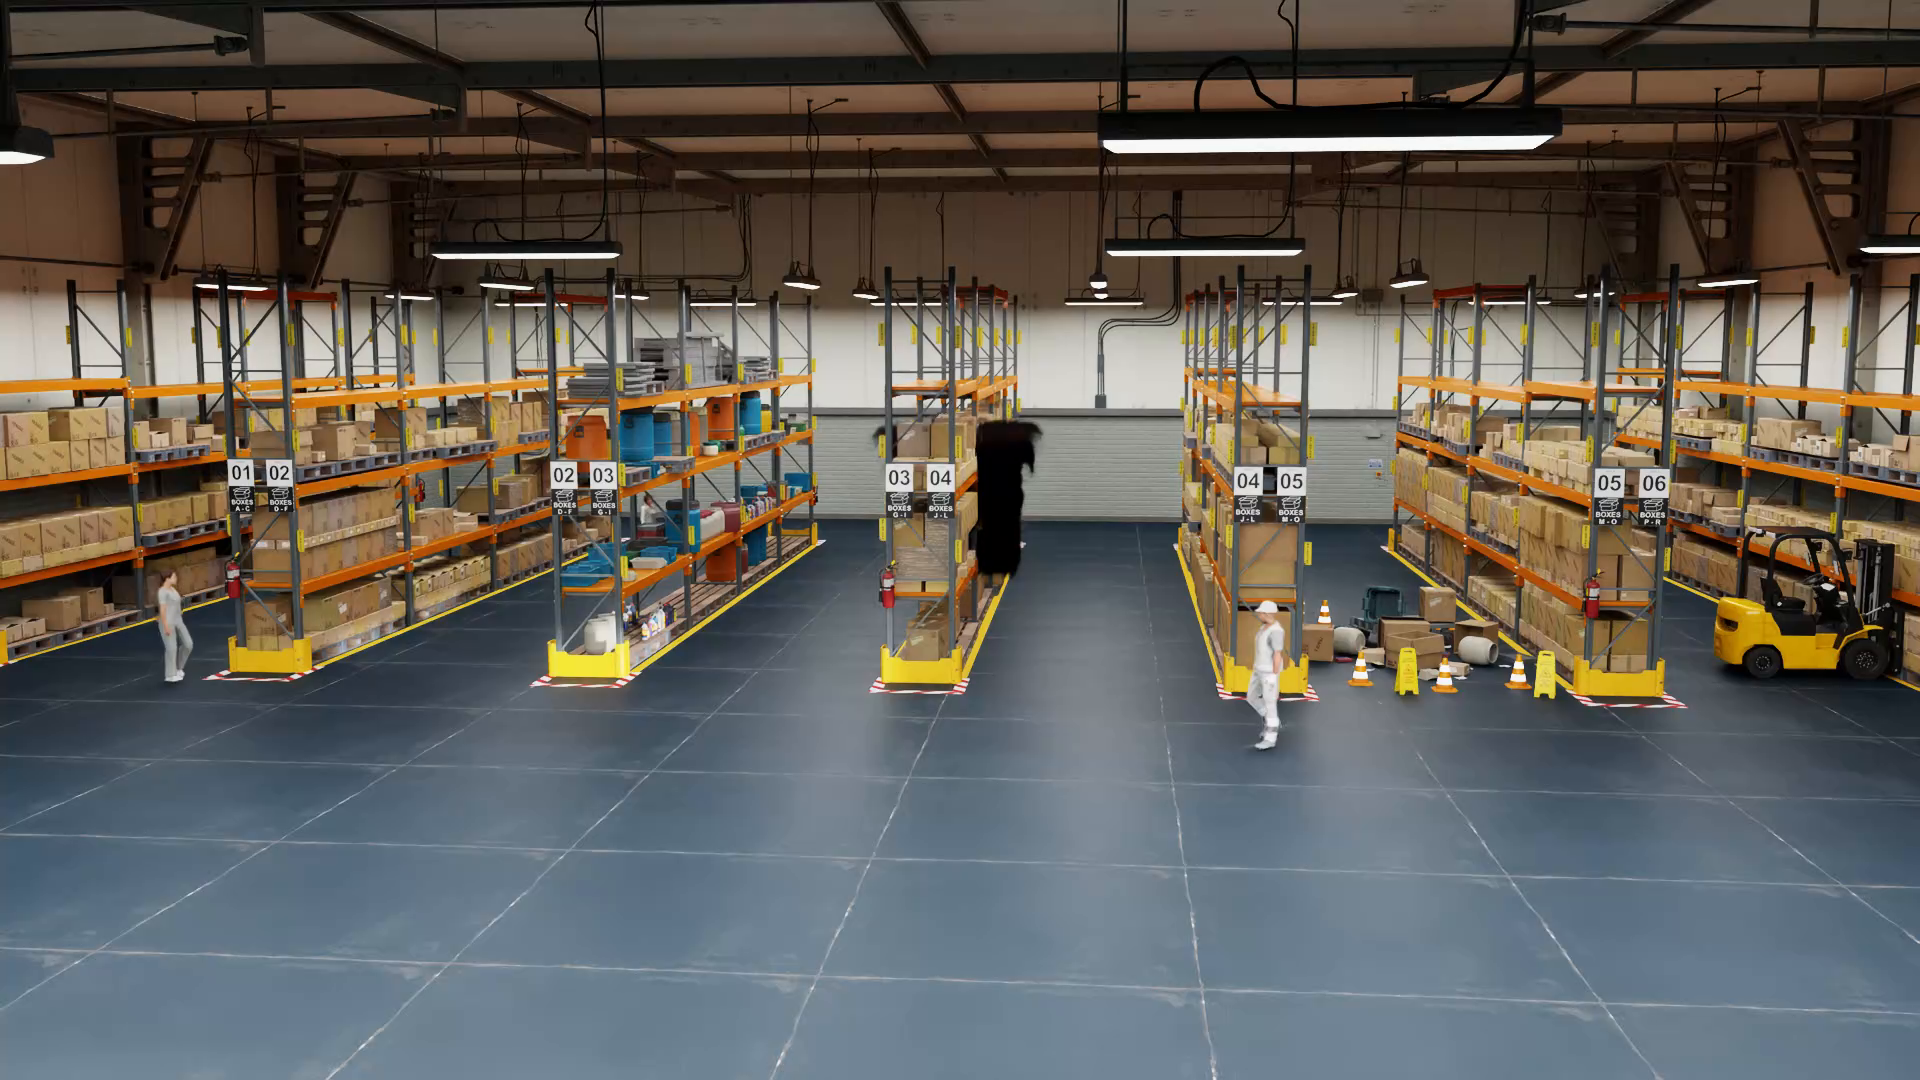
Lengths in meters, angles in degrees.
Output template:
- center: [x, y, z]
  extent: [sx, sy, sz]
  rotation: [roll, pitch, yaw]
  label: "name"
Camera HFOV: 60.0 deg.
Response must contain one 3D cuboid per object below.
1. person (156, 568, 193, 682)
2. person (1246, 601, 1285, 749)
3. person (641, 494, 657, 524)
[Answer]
- center: [-11.554, 1.235, 24.331]
  extent: [0.440, 1.662, 0.528]
  rotation: [2, 7, 16]
  label: "person"
- center: [3.778, 1.629, 20.437]
  extent: [0.500, 1.789, 0.630]
  rotation: [-2, 7, -17]
  label: "person"
- center: [-6.773, -0.168, 36.503]
  extent: [0.520, 1.493, 0.442]
  rotation: [2, 7, 17]
  label: "person"
